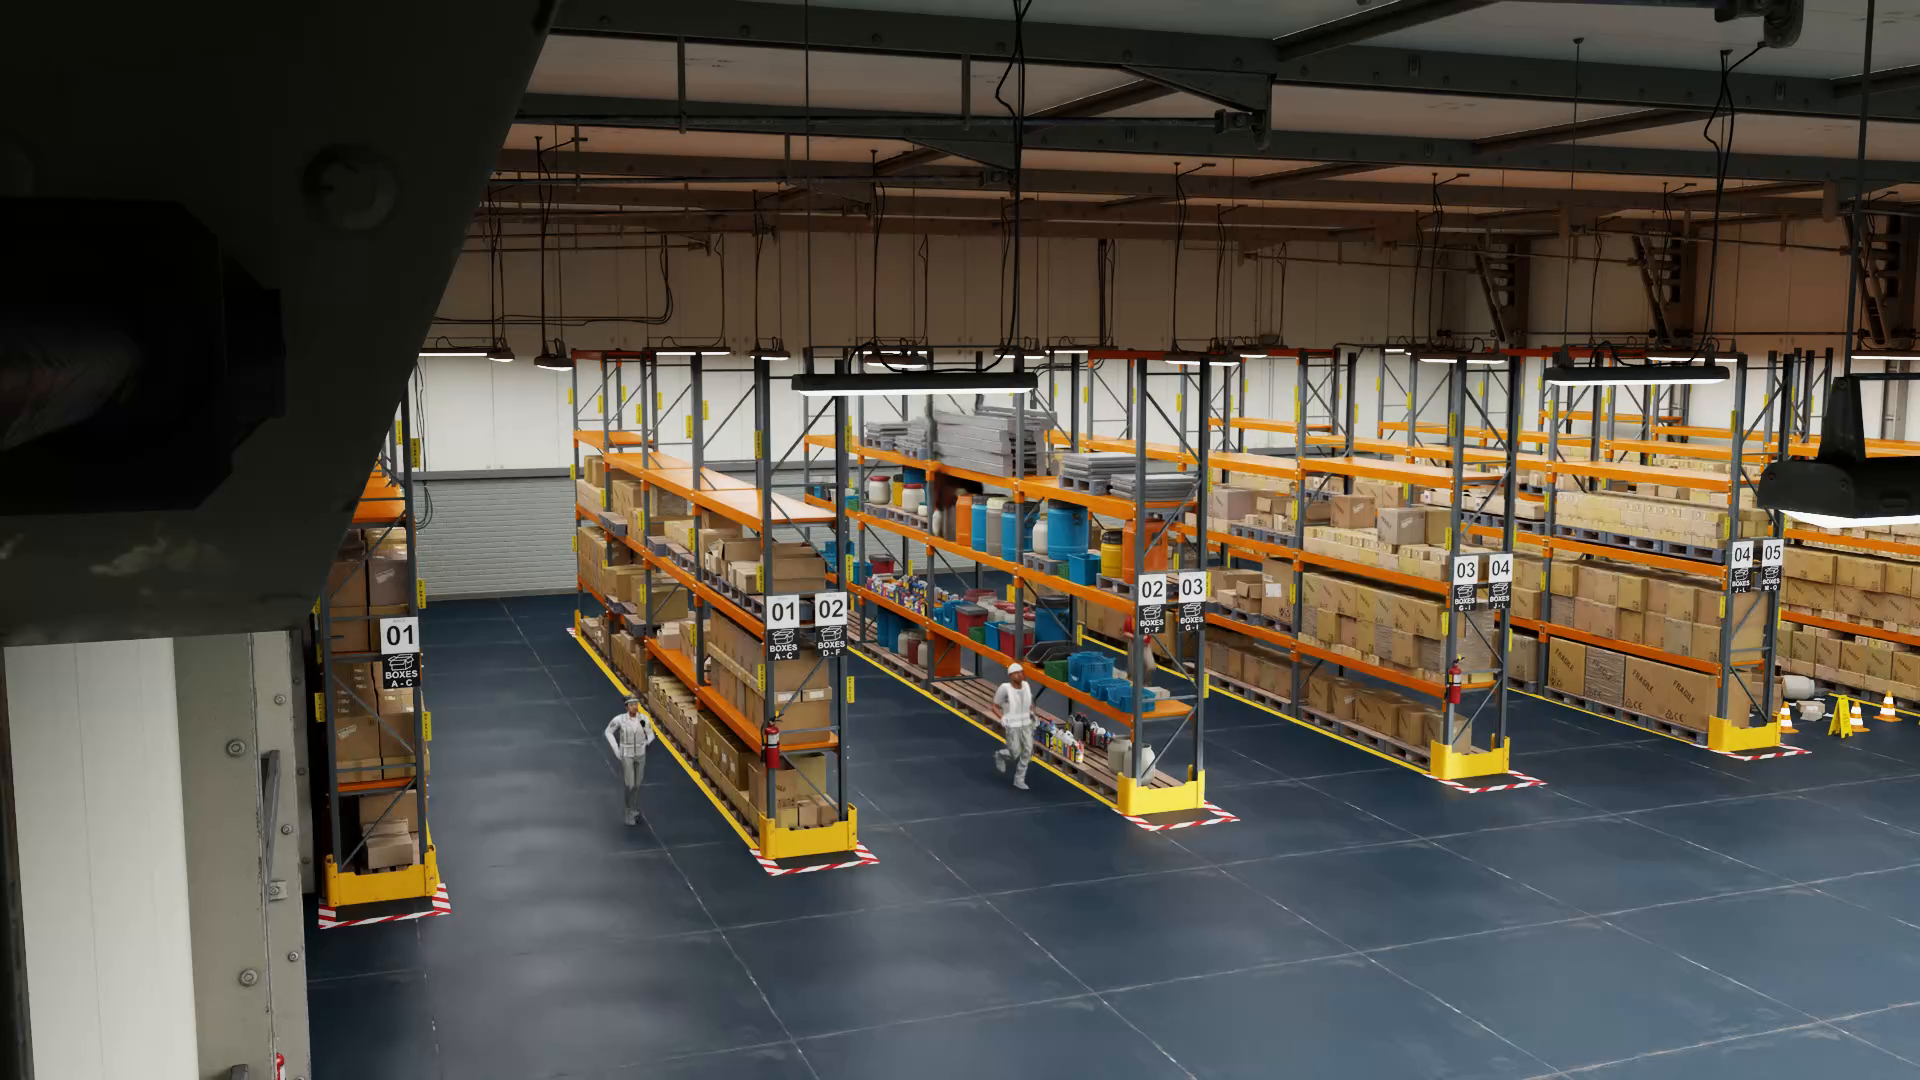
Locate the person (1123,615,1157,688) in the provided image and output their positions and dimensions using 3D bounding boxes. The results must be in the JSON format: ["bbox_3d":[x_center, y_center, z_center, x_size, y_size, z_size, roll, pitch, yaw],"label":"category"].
[{"bbox_3d":[3.105,1.925,28.775,0.638,1.786,0.767,-4,8,-26],"label":"person"}]

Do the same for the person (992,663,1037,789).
[{"bbox_3d":[0.772,2.582,23.301,0.683,1.743,0.689,-4,8,-30],"label":"person"}]

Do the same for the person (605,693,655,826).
[{"bbox_3d":[-4.248,2.844,21.556,0.603,1.751,0.629,-4,8,-28],"label":"person"}]
